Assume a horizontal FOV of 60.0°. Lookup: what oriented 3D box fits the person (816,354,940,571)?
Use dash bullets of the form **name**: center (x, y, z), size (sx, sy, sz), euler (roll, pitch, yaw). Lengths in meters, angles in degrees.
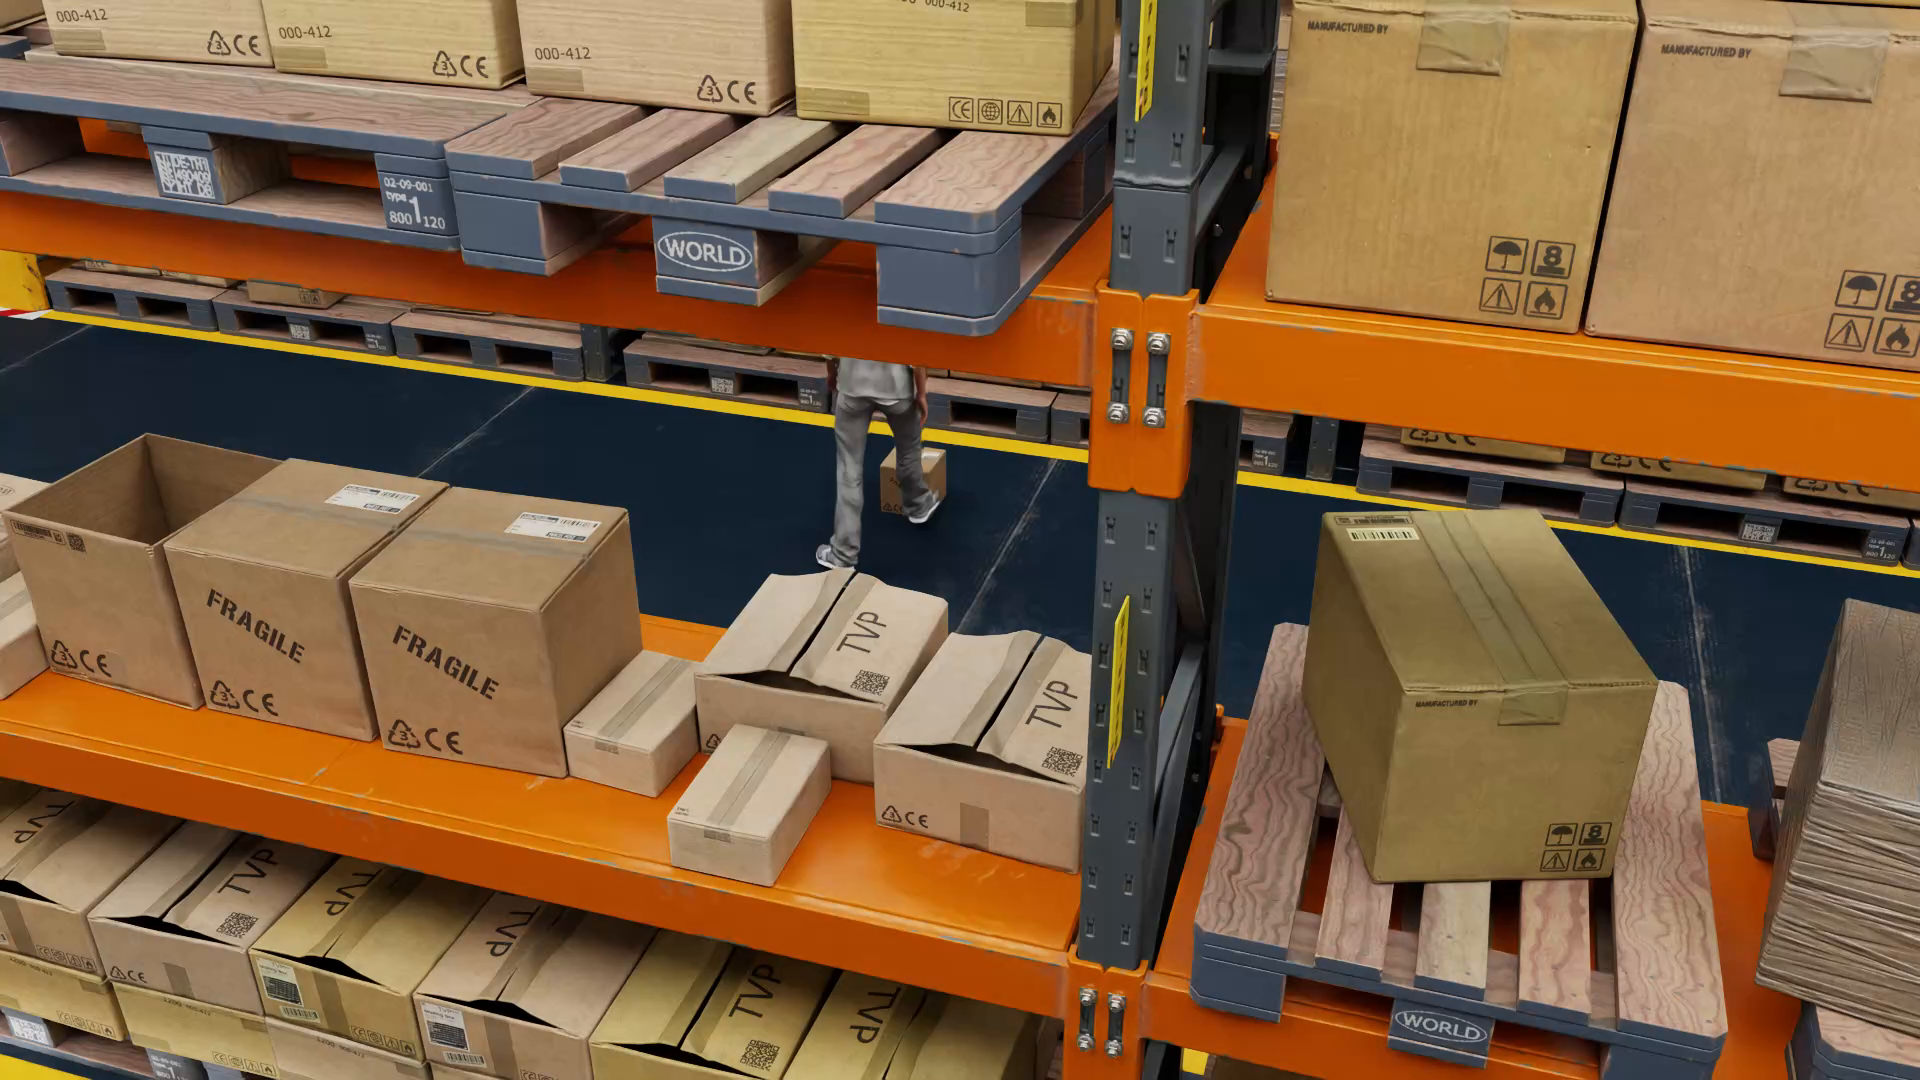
- **person**: center (-0.377, -0.684, 7.324), size (0.541, 1.551, 0.787), euler (1, 30, 1)
